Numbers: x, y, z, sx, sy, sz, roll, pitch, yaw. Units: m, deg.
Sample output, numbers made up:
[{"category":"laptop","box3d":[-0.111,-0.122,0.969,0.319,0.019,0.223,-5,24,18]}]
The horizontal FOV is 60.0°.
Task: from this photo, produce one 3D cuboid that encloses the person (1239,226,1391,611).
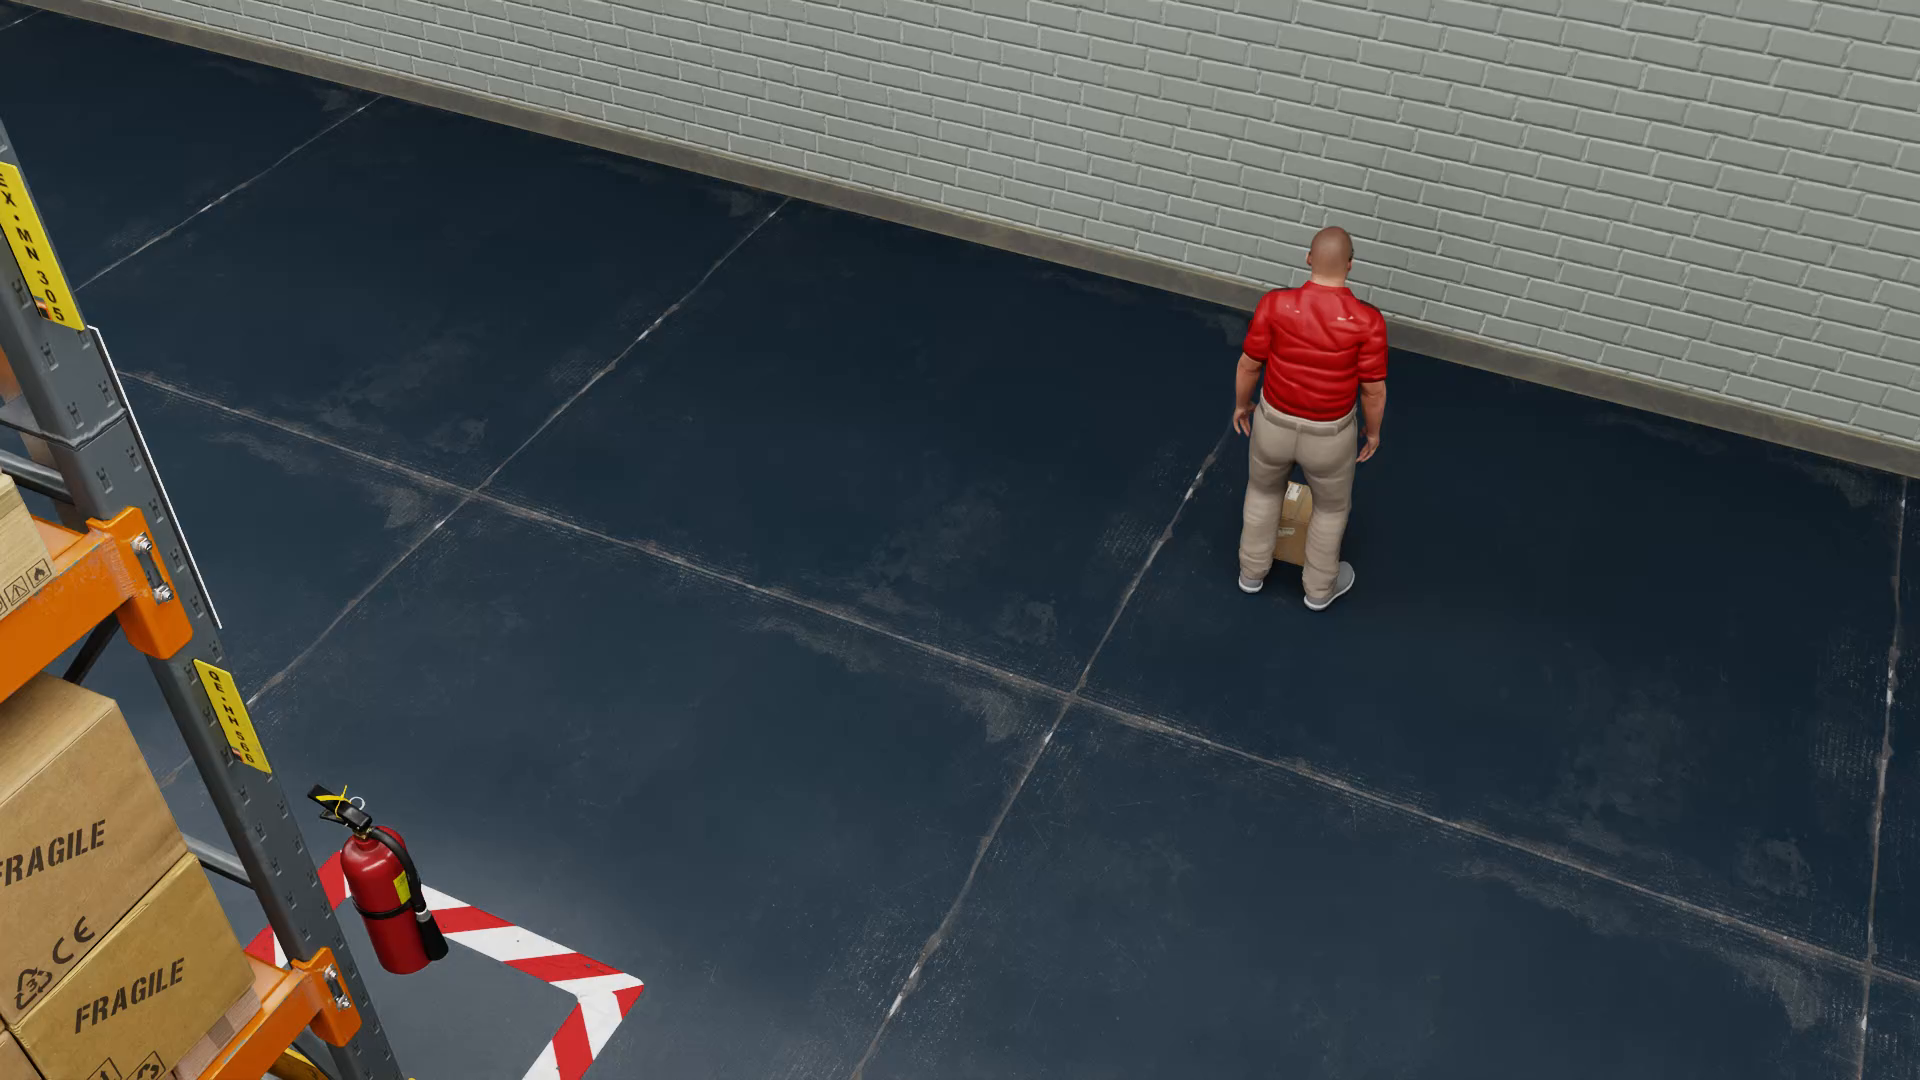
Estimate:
[{"category":"person","box3d":[1.402,-0.462,6.688,0.585,1.727,0.390,17,44,18]}]
